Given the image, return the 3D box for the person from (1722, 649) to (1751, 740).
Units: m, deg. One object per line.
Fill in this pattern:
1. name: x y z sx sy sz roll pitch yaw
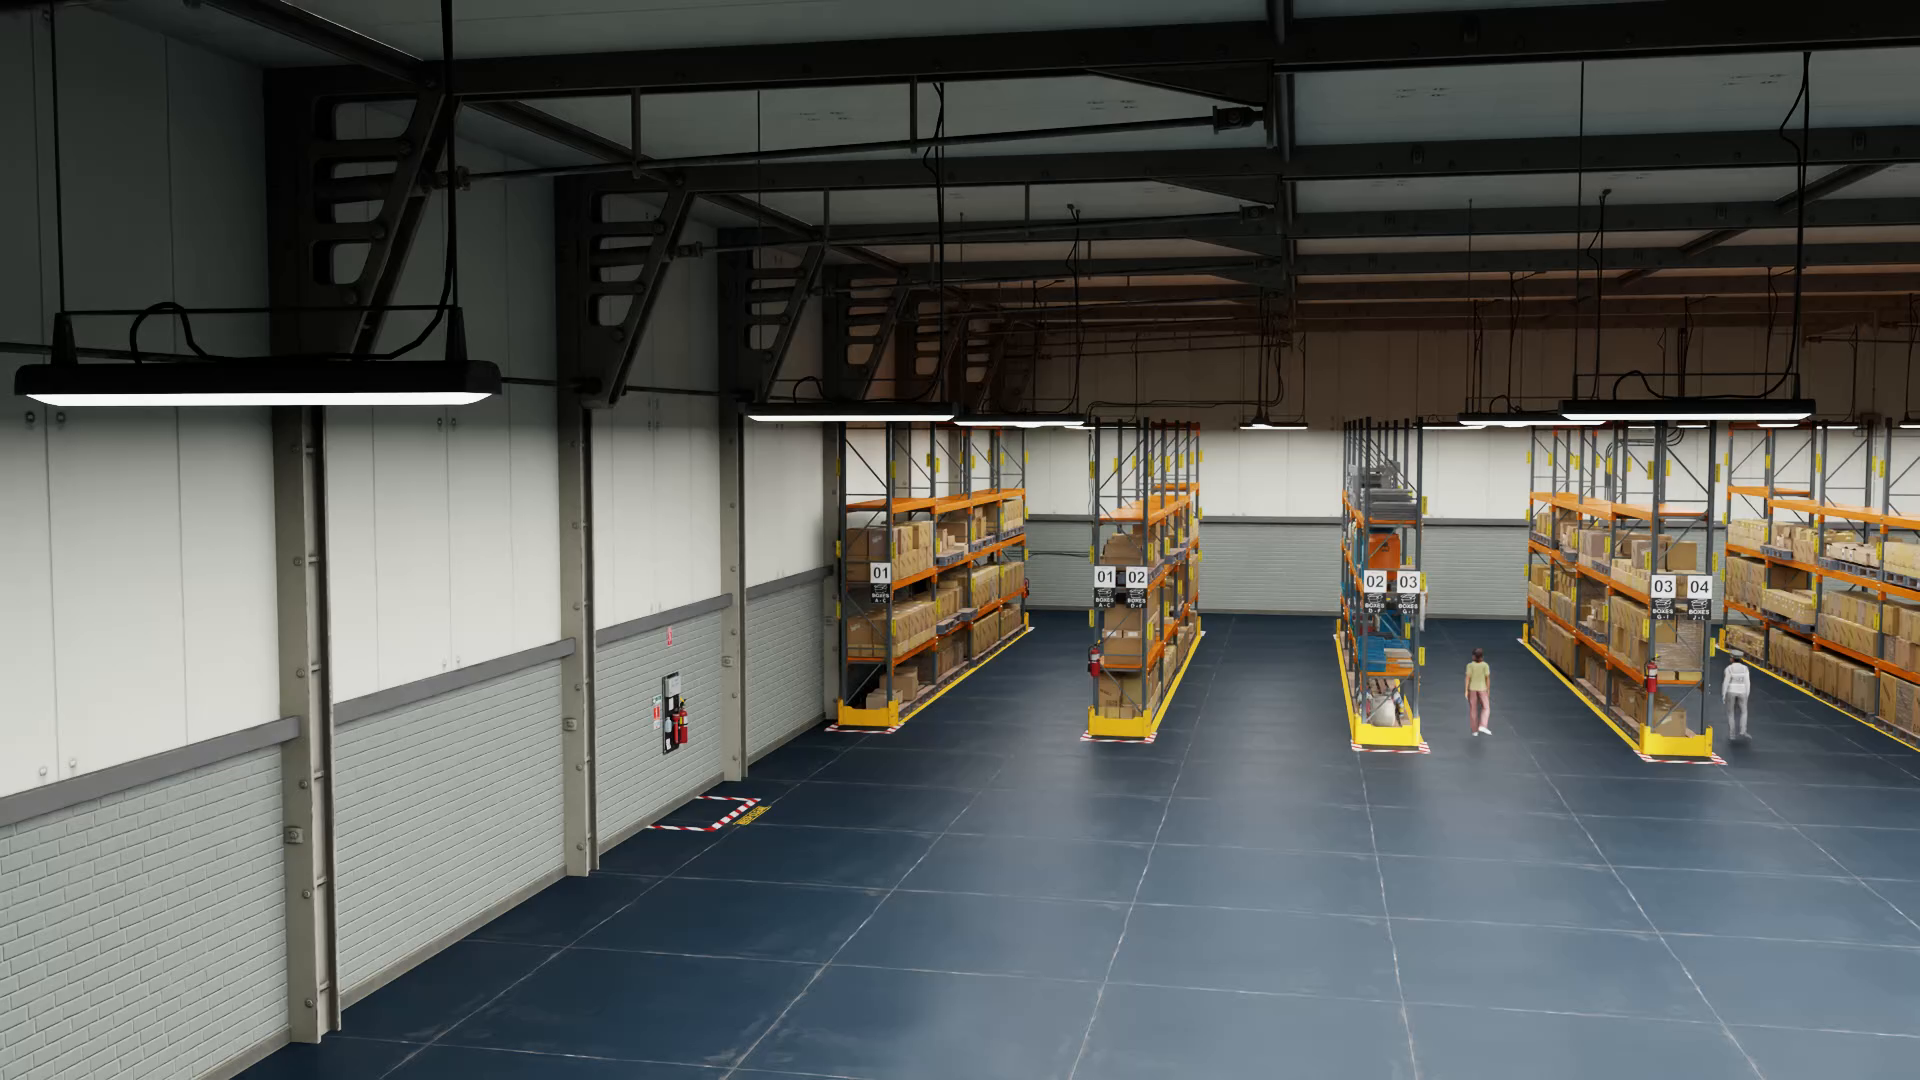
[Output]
1. person: 14.425 2.883 30.893 0.503 1.679 0.503 1 4 15

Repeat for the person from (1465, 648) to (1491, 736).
1. person: 9.752 2.863 31.281 0.488 1.669 0.509 1 4 18

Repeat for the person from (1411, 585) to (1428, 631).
1. person: 13.236 1.788 47.991 0.533 1.602 1.043 1 4 11
